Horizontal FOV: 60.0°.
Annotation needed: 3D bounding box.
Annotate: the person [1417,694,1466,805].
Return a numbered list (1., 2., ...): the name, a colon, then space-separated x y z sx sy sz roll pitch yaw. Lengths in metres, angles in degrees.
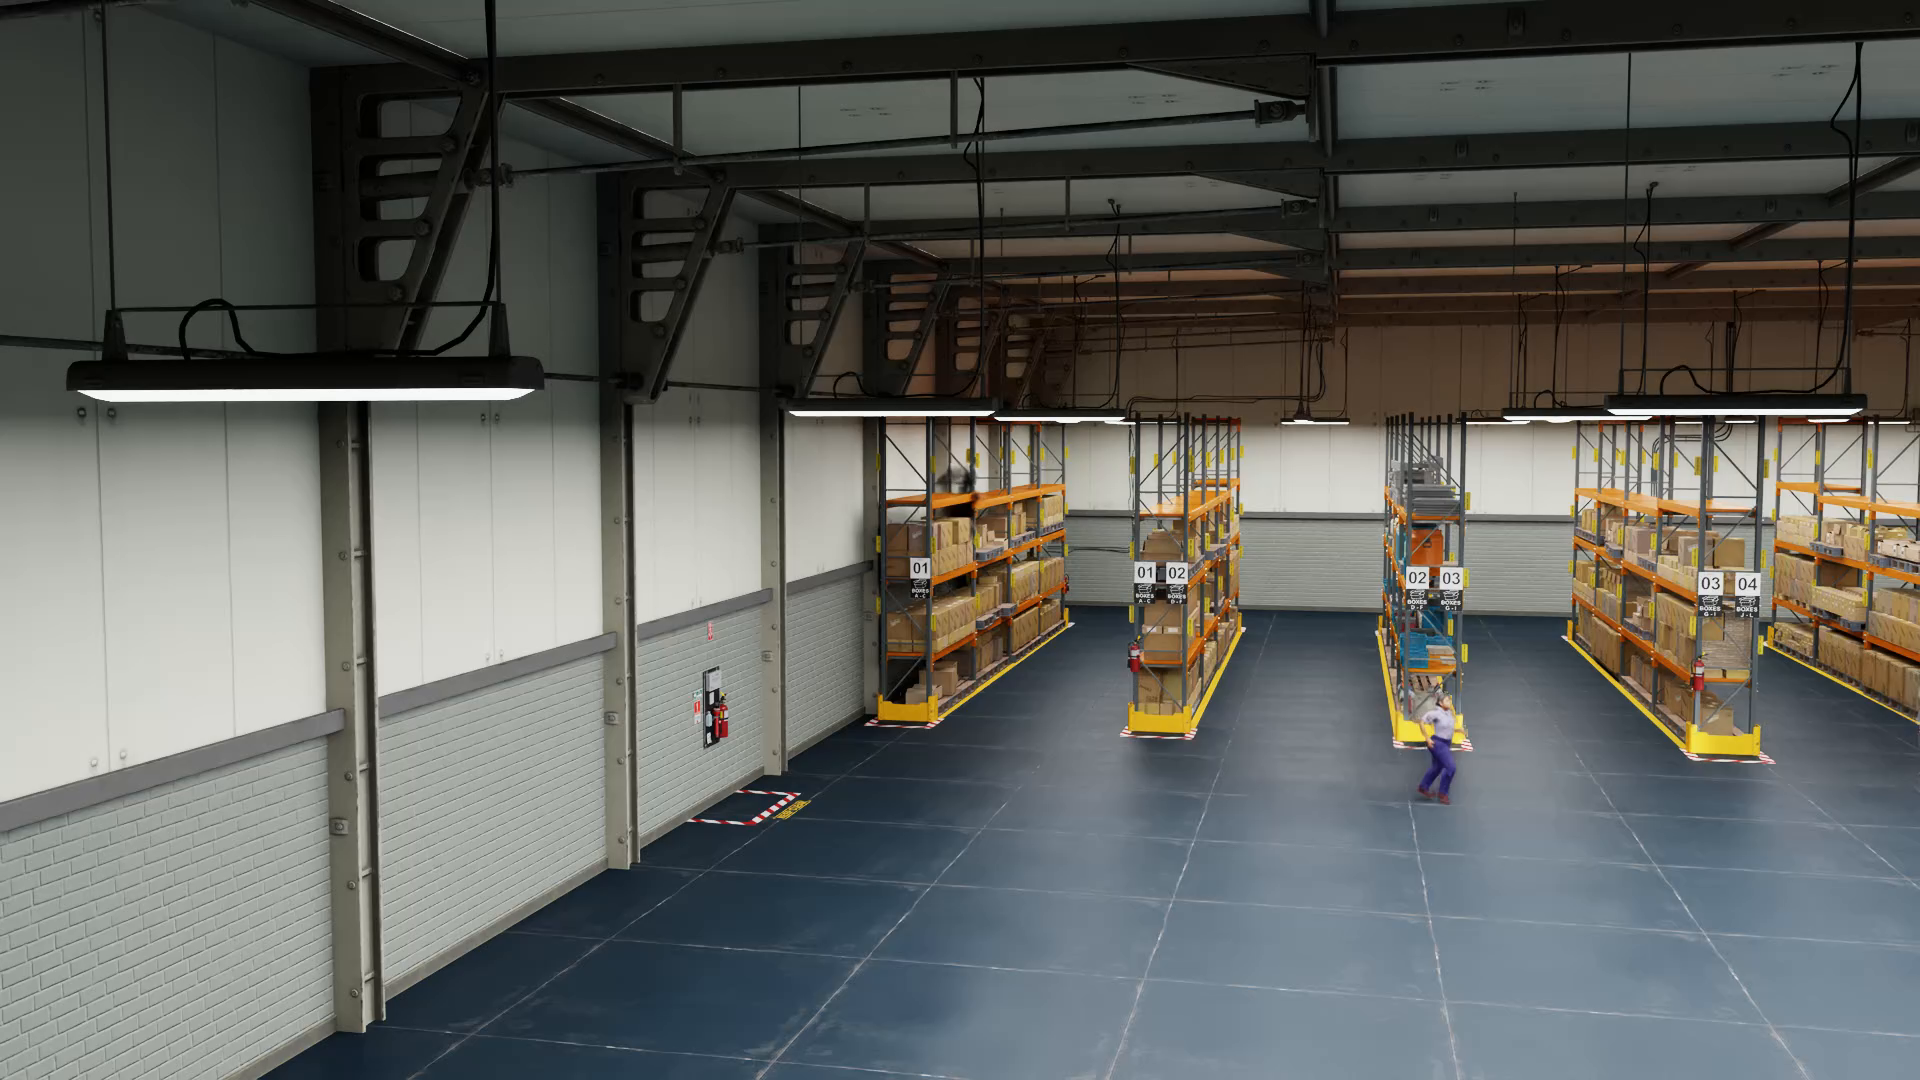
1. person: 7.361 3.199 25.469 0.738 1.704 0.590 3 5 35
